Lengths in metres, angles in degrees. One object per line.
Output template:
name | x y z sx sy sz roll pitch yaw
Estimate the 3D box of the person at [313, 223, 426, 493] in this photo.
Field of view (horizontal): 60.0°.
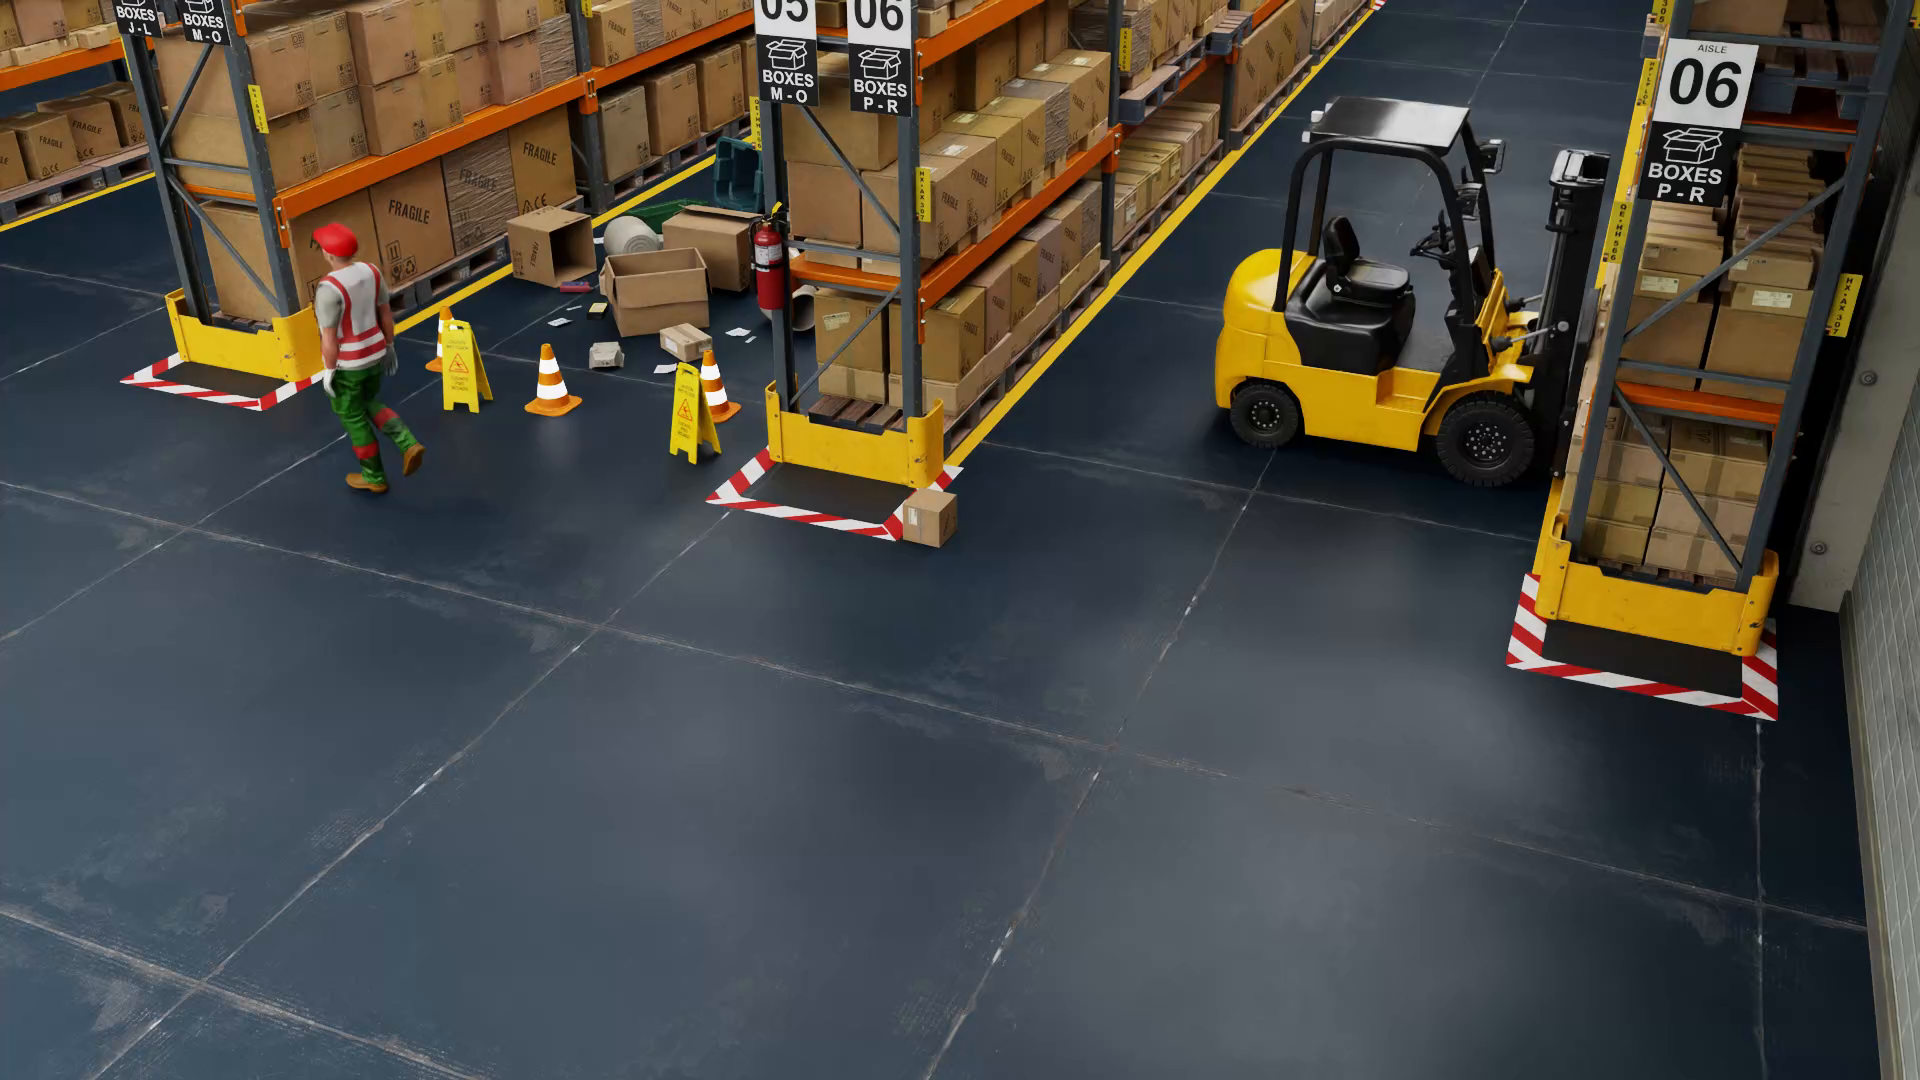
person | -3.711 -1.114 10.319 0.544 1.779 0.527 11 31 19
